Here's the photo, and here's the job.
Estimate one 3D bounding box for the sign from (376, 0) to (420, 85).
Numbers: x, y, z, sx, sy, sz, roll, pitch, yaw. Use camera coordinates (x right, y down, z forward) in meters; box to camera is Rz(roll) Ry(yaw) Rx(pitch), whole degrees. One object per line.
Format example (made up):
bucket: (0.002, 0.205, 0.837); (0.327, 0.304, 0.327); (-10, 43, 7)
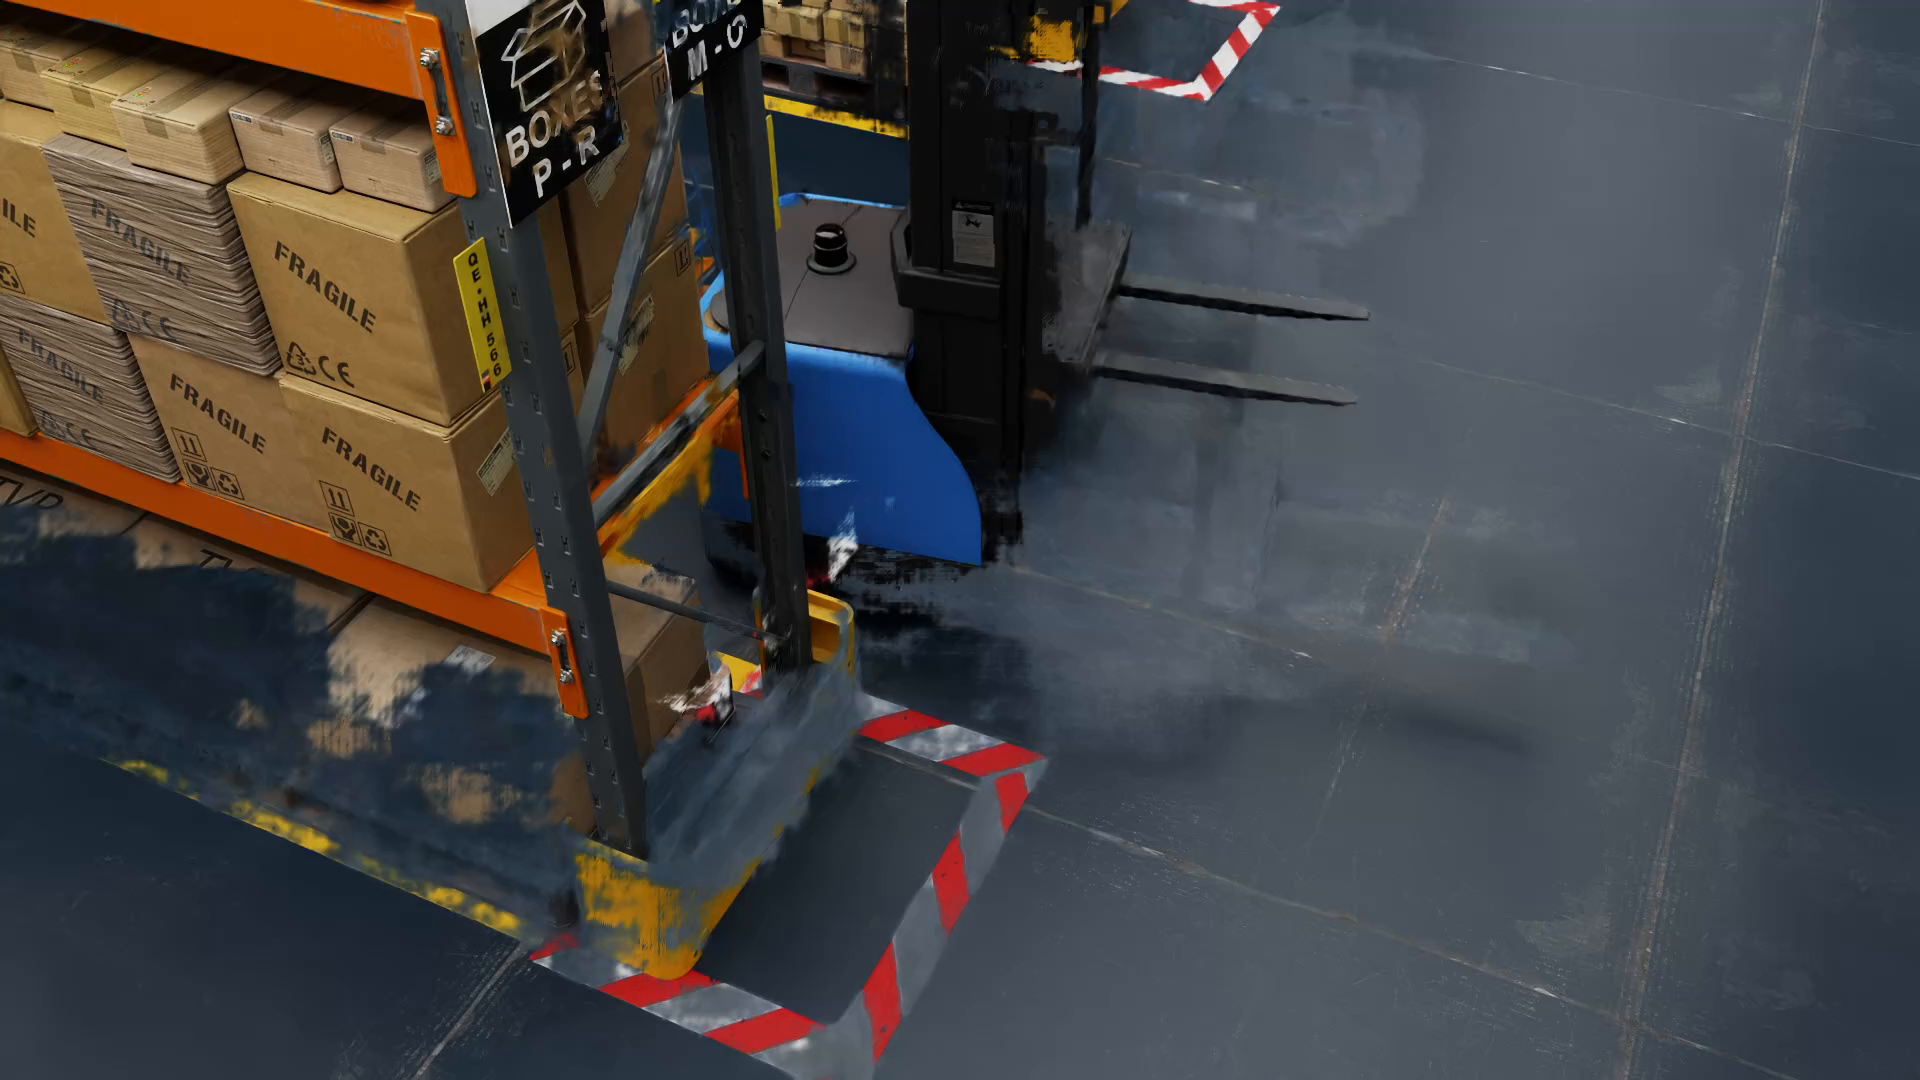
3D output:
sign: (-0.980, -0.461, 3.427); (0.005, 0.325, 0.100); (17, 44, 19)

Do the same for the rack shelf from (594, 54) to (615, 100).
rack shelf: (-1.033, -1.045, 6.054); (0.180, 0.103, 0.258); (6, 40, 23)

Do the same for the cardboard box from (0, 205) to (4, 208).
cardboard box: (-3.839, -0.313, 5.956); (0.875, 0.438, 0.875); (16, 44, 18)

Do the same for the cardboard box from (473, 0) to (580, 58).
cardboard box: (-1.052, -0.970, 4.239); (0.500, 0.500, 0.500); (16, 43, 18)

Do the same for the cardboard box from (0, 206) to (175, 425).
cardboard box: (-3.027, -0.065, 5.671); (0.875, 0.438, 0.875); (16, 43, 17)

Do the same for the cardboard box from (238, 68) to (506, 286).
cardboard box: (-1.287, -0.266, 4.191); (0.500, 0.500, 0.500); (17, 44, 19)

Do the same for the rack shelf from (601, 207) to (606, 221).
rack shelf: (-0.931, -0.572, 6.410); (0.180, 0.103, 0.258); (6, 40, 23)

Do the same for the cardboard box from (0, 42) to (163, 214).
cardboard box: (-2.205, -0.551, 4.519); (0.500, 0.500, 0.500); (18, 44, 20)

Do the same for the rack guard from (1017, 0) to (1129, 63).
rack guard: (1.195, -2.295, 8.516); (0.348, 0.500, 1.175); (17, 44, 19)

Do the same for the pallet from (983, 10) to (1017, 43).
pallet: (0.474, -2.432, 8.894); (1.213, 0.211, 1.003); (17, 44, 19)

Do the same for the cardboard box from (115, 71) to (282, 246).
cardboard box: (-1.735, -0.414, 4.361); (0.500, 0.500, 0.500); (16, 43, 18)

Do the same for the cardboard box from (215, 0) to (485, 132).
cardboard box: (-1.275, -0.660, 3.881); (0.500, 0.500, 0.500); (18, 44, 20)

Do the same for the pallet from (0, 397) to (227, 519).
pallet: (-2.597, 0.288, 5.757); (1.213, 0.211, 1.003); (17, 44, 19)

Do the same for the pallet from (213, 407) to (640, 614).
pallet: (-1.495, 0.627, 5.366); (1.213, 0.211, 1.003); (17, 44, 19)

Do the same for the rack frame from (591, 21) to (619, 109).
rack frame: (-0.896, -0.787, 6.205); (0.006, 1.200, 0.240); (6, 40, 23)

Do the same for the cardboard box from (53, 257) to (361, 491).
cardboard box: (-2.211, 0.185, 5.381); (0.875, 0.438, 0.875); (18, 44, 20)

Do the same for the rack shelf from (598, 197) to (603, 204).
rack shelf: (-0.951, -0.667, 6.339); (0.180, 0.103, 0.258); (6, 40, 23)

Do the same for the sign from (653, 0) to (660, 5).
sign: (-0.497, -0.937, 4.319); (0.005, 0.325, 0.100); (17, 44, 19)

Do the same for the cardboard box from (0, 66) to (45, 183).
cardboard box: (-2.679, -0.686, 4.675); (0.500, 0.500, 0.500); (18, 44, 20)

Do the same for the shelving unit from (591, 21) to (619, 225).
shelving unit: (-0.979, -0.796, 6.241); (0.189, 1.200, 0.258); (6, 40, 23)

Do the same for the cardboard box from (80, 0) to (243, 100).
cardboard box: (-1.761, -0.787, 4.028); (0.500, 0.500, 0.500); (17, 44, 19)

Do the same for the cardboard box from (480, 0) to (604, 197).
cardboard box: (-1.051, -0.593, 4.568); (0.500, 0.500, 0.500); (17, 44, 18)

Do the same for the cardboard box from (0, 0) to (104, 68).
cardboard box: (-2.208, -0.926, 4.189); (0.500, 0.500, 0.500); (17, 44, 18)

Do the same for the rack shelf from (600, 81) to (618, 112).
rack shelf: (-1.013, -0.950, 6.125); (0.180, 0.103, 0.258); (6, 40, 23)

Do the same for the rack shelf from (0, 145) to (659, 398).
rack shelf: (-2.550, -0.534, 5.125); (4.000, 0.370, 1.077); (17, 44, 19)

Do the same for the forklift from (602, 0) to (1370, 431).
forklift: (0.646, -1.030, 5.200); (3.031, 2.935, 1.130); (10, 42, 11)

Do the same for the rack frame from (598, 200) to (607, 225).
rack frame: (-1.063, -0.806, 6.277); (0.006, 1.200, 0.240); (6, 40, 23)

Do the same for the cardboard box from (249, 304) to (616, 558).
cardboard box: (-1.378, 0.434, 5.095); (0.875, 0.438, 0.875); (16, 43, 17)

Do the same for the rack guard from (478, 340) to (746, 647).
rack guard: (-0.716, 0.699, 5.062); (0.348, 0.500, 1.175); (17, 44, 19)

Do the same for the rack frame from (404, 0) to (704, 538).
rack frame: (-0.738, -0.252, 4.251); (0.127, 3.000, 1.000); (17, 44, 19)
